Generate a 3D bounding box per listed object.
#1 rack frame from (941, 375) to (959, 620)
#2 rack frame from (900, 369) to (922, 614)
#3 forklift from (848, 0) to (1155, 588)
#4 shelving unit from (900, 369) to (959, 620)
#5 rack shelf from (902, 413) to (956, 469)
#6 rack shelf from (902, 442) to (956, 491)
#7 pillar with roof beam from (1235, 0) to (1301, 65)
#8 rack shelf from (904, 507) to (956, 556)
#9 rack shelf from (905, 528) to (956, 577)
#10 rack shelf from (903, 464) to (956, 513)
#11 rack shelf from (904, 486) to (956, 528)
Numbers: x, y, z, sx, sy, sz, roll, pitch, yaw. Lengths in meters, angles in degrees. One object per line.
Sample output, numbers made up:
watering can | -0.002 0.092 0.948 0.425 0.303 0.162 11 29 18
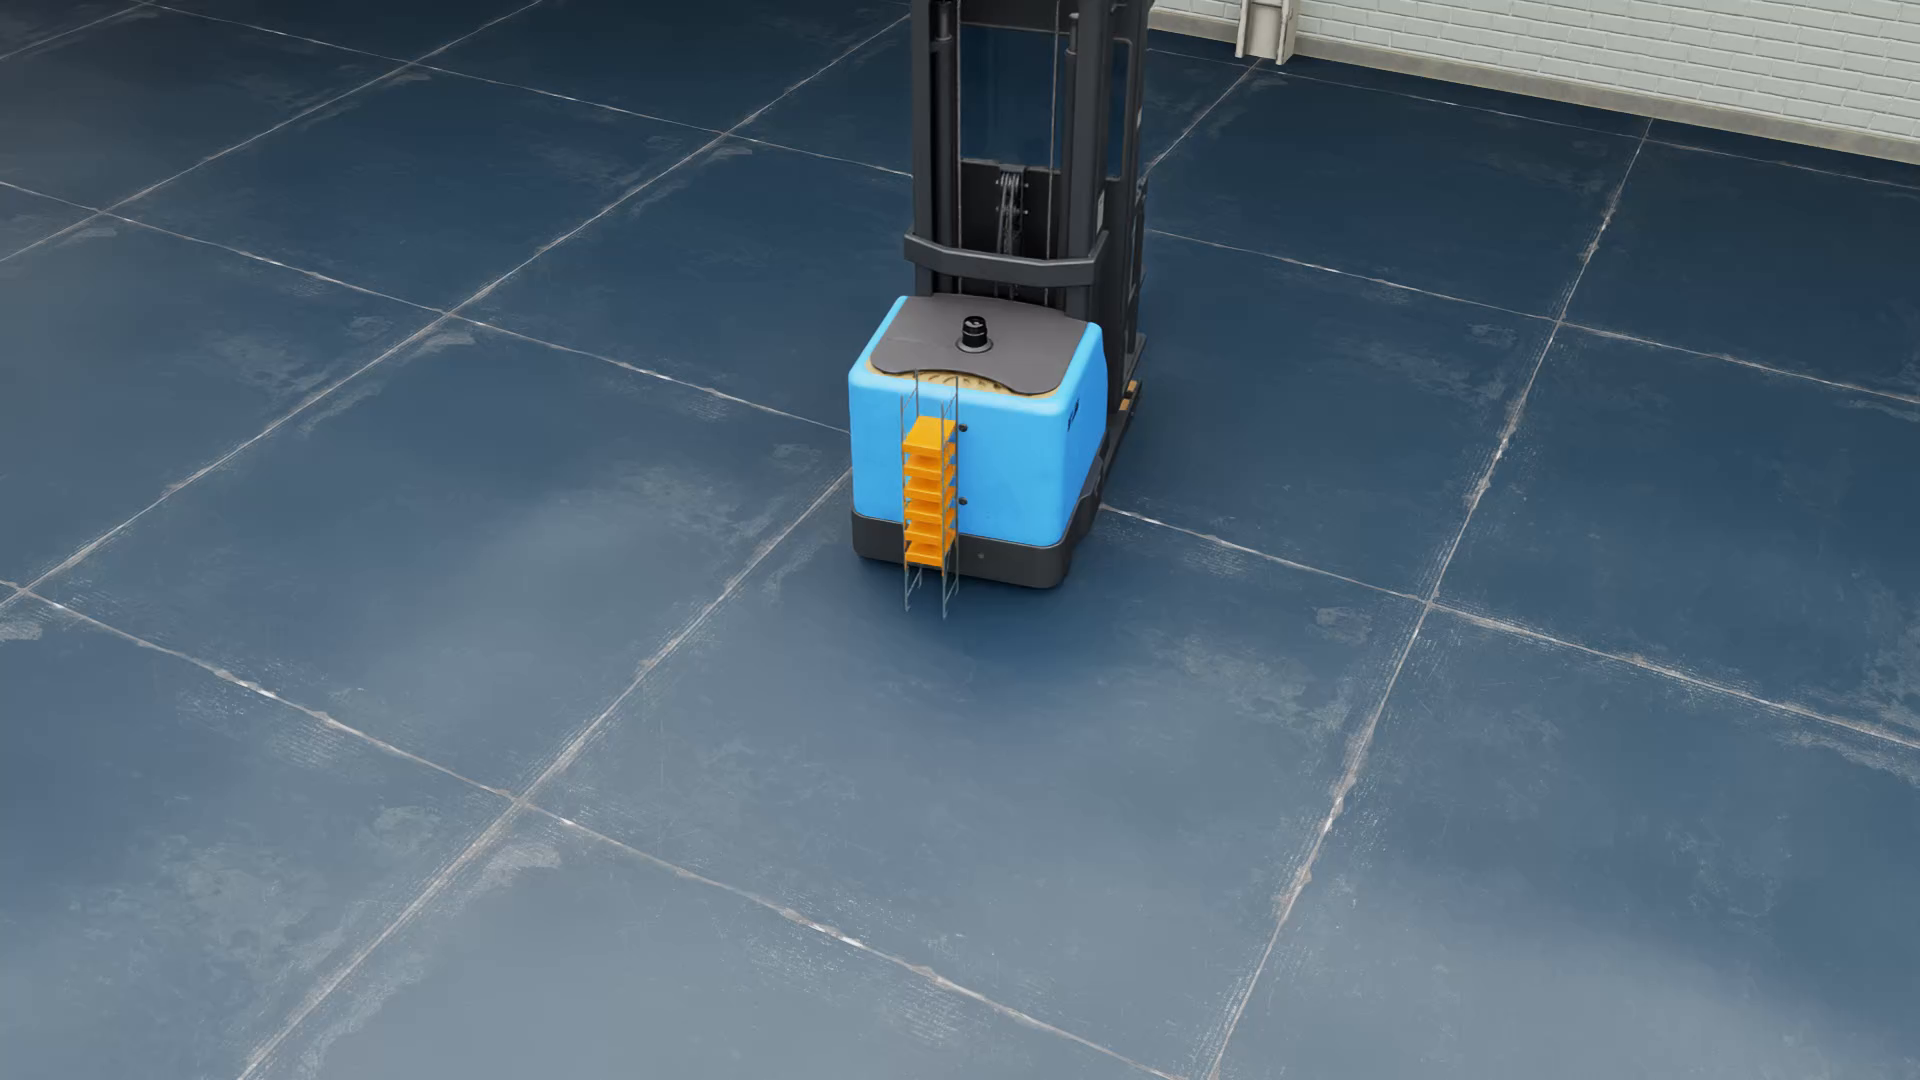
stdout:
rack frame | -0.044 -0.171 7.502 0.006 1.200 0.240 10 38 13
rack frame | -0.219 -0.202 7.543 0.006 1.200 0.240 10 38 13
forklift | 0.379 -1.833 8.261 1.130 2.935 3.031 10 38 13
shelving unit | -0.132 -0.186 7.523 0.189 1.200 0.258 10 38 13
rack shelf | -0.132 -0.438 7.332 0.180 0.103 0.258 10 38 13
rack shelf | -0.132 -0.342 7.404 0.180 0.103 0.258 10 38 13
pillar with roof beam | 0.483 -5.199 7.676 0.400 9.000 9.100 17 41 21
rack shelf | -0.131 -0.056 7.622 0.180 0.103 0.258 10 38 13
rack shelf | -0.131 0.040 7.695 0.180 0.103 0.258 10 38 13
rack shelf | -0.132 -0.247 7.477 0.180 0.103 0.258 10 38 13
rack shelf | -0.132 -0.151 7.550 0.180 0.103 0.258 10 38 13
